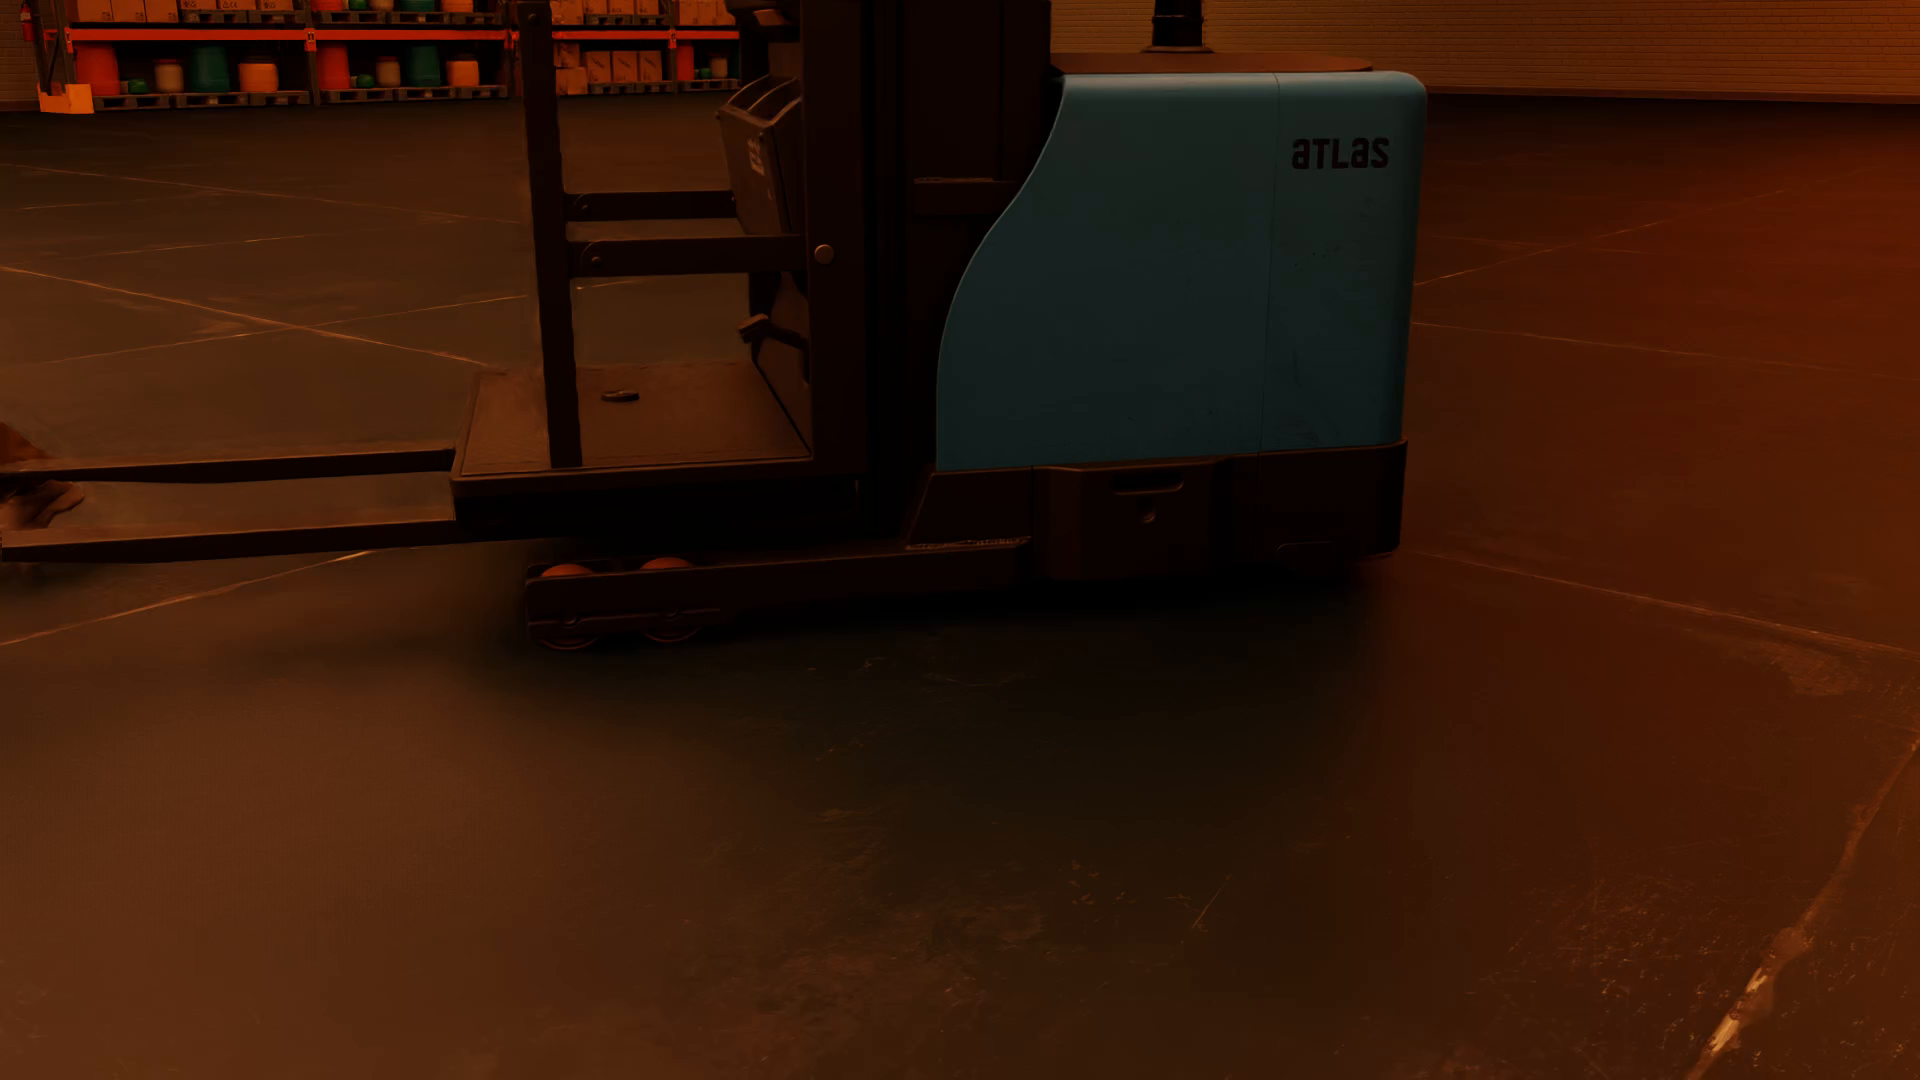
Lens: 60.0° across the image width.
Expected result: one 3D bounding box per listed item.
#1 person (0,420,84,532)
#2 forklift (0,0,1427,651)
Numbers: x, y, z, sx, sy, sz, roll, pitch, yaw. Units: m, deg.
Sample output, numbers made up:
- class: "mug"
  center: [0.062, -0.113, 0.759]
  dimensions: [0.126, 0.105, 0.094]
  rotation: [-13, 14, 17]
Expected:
- class: "person"
  center: [-2.719, -0.634, 3.580]
  dimensions: [1.293, 1.458, 0.807]
  rotation: [6, 18, 19]
- class: "forklift"
  center: [-0.604, -1.355, 3.361]
  dimensions: [3.031, 2.935, 1.130]
  rotation: [-4, 17, -13]
